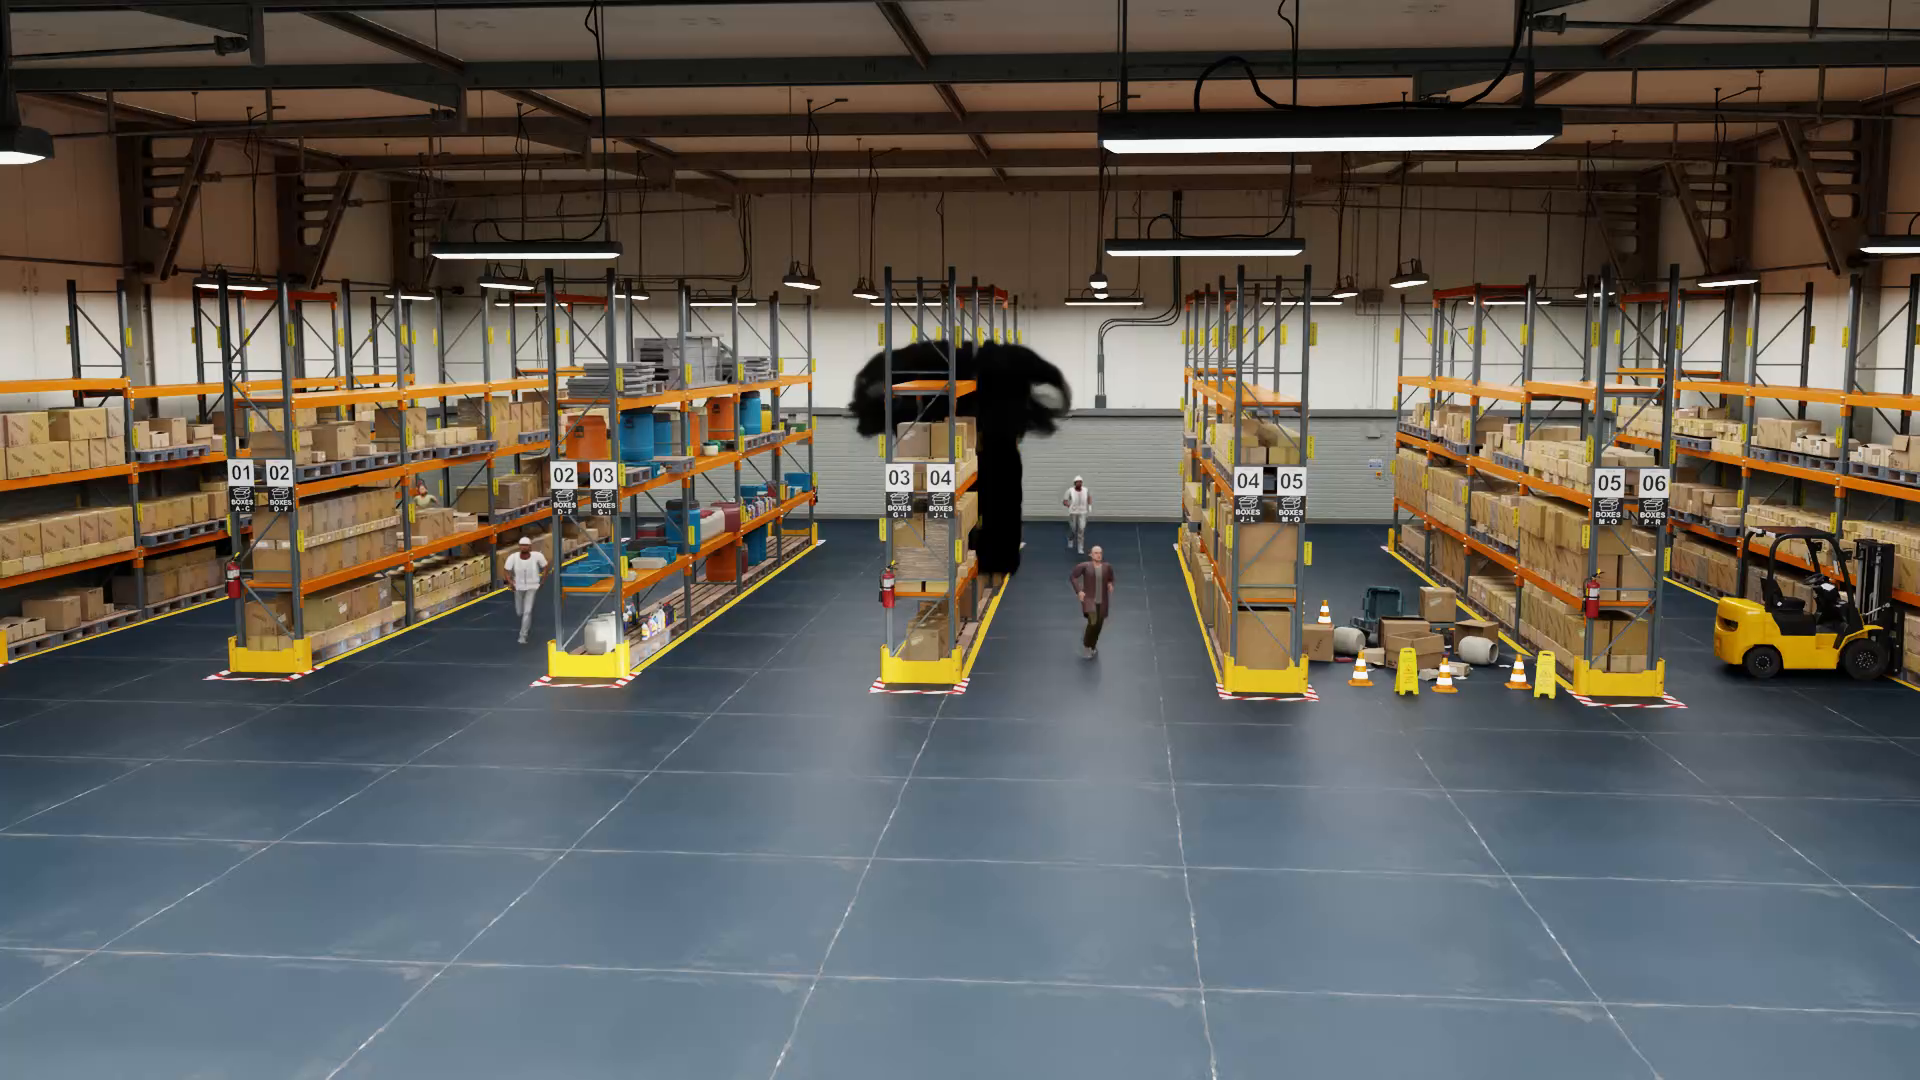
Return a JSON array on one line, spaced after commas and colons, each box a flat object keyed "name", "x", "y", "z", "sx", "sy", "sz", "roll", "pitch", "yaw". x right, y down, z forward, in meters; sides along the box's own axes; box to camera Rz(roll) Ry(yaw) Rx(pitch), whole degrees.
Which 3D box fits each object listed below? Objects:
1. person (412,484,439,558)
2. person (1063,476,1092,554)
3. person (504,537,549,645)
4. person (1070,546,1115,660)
[{"name": "person", "x": -12.279, "y": -0.445, "z": 38.164, "sx": 0.560, "sy": 1.687, "sz": 0.764, "roll": 0, "pitch": 7, "yaw": -1}, {"name": "person", "x": 2.753, "y": -0.606, "z": 38.929, "sx": 0.708, "sy": 1.789, "sz": 0.852, "roll": -1, "pitch": 7, "yaw": -8}, {"name": "person", "x": -7.194, "y": 0.807, "z": 27.586, "sx": 0.727, "sy": 1.746, "sz": 0.871, "roll": -1, "pitch": 7, "yaw": -7}, {"name": "person", "x": 2.114, "y": 0.986, "z": 25.965, "sx": 0.679, "sy": 1.784, "sz": 0.753, "roll": -2, "pitch": 7, "yaw": -17}]
